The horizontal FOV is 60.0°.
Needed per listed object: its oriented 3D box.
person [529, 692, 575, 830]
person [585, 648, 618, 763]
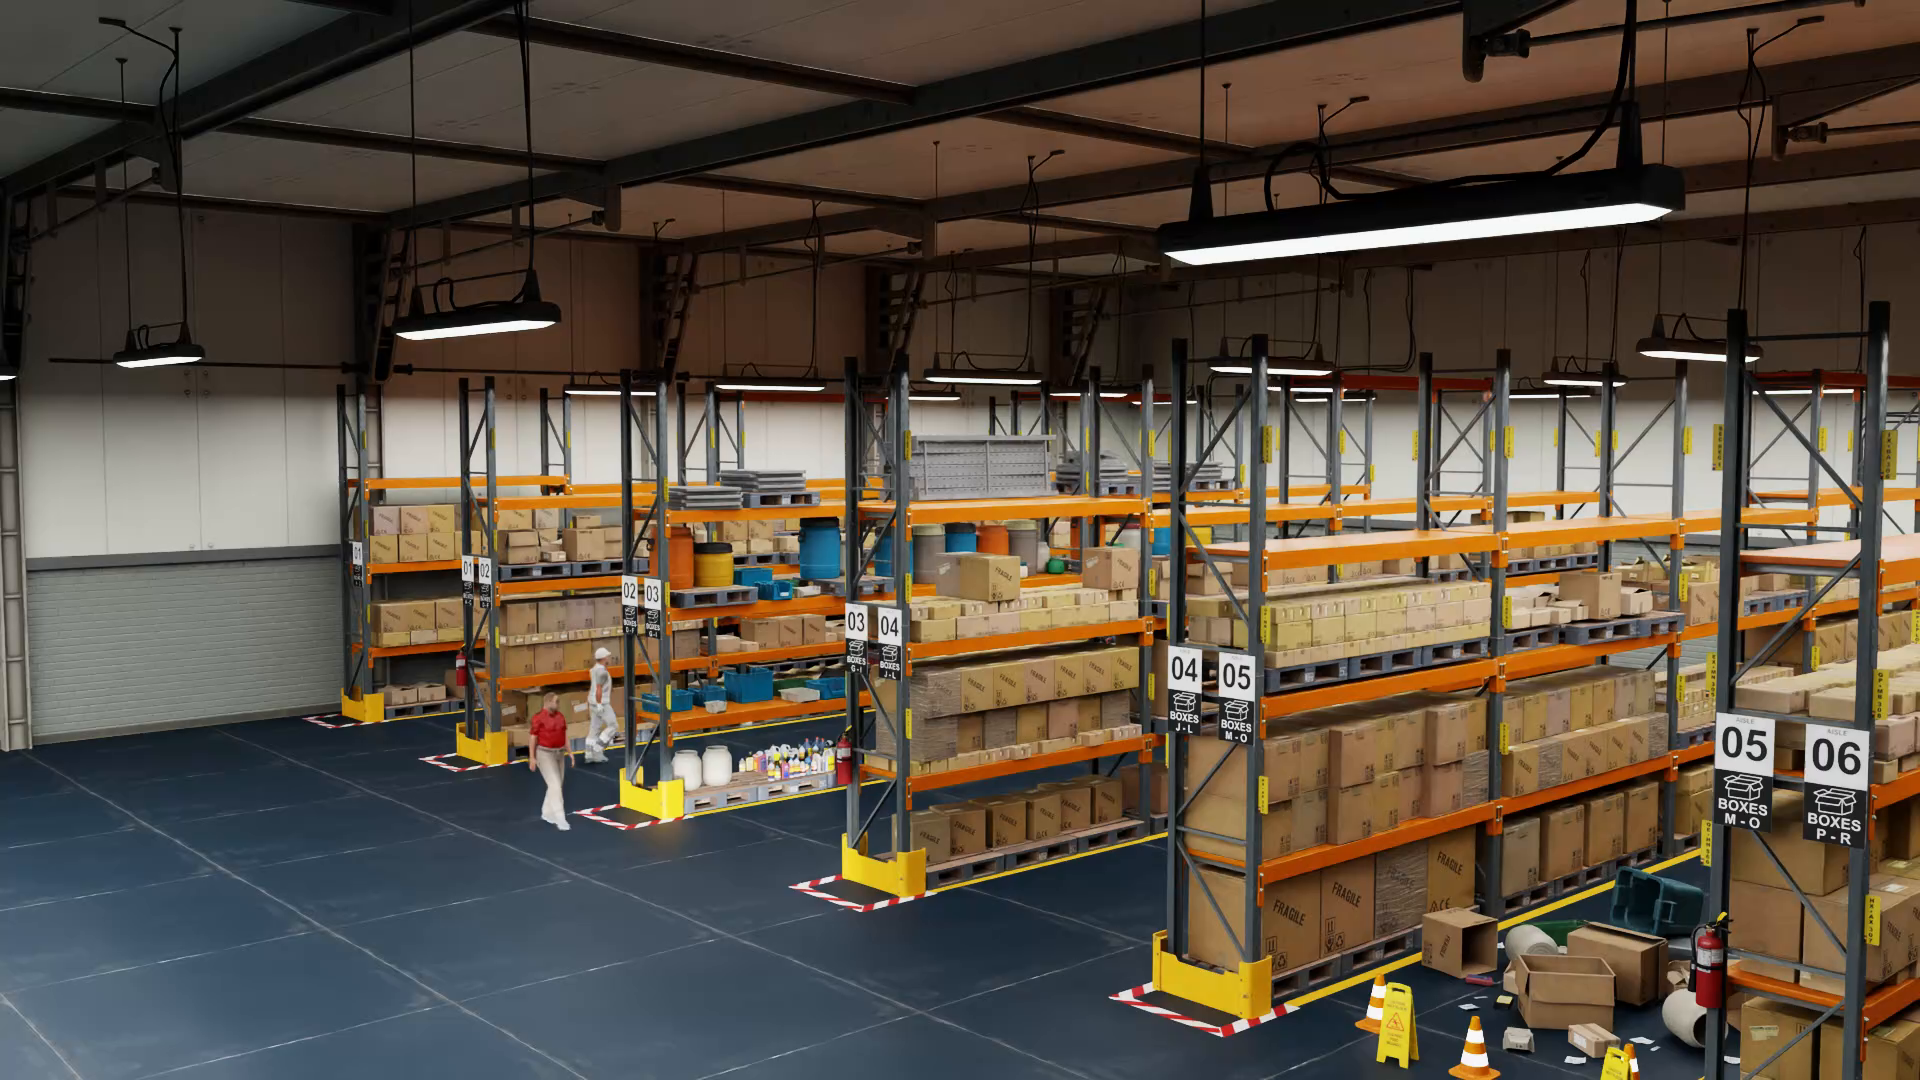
[{"bbox_3d":[-5.266,2.876,21.830,0.713,1.735,0.552,2,4,29],"label":"person"},{"bbox_3d":[-5.602,2.562,25.865,0.496,1.772,0.585,-2,4,-28],"label":"person"}]
